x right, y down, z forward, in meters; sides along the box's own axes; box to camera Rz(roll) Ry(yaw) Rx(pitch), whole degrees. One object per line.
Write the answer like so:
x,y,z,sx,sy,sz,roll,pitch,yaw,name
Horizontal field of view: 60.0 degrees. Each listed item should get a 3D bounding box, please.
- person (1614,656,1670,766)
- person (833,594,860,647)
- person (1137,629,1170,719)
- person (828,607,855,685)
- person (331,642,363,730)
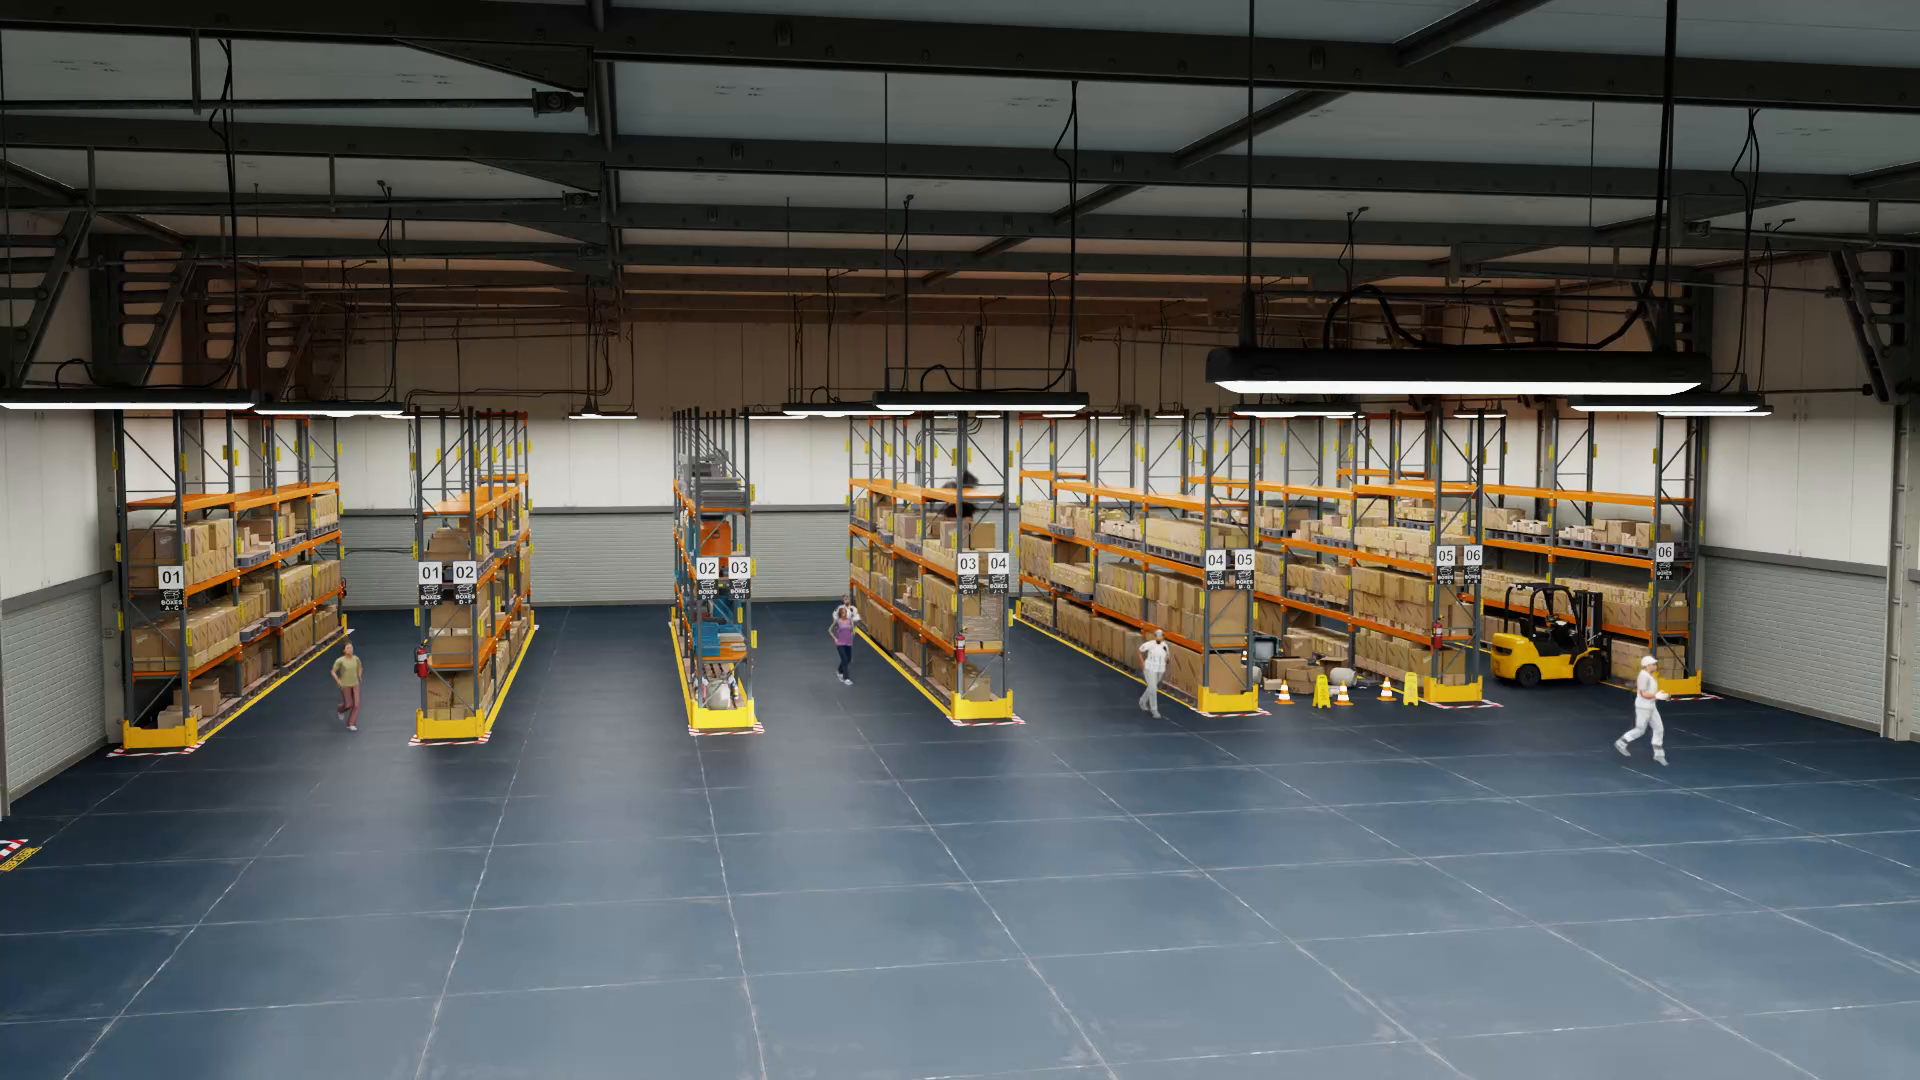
11.468,2.860,27.911,0.912,1.849,0.689,3,5,37,person
-2.638,2.075,38.805,0.599,1.670,0.863,-1,4,-12,person
3.827,2.580,32.518,0.614,1.677,0.909,-2,4,-25,person
-2.424,2.187,34.571,0.547,1.573,0.751,-2,5,-31,person
-11.403,2.712,31.011,0.585,1.629,0.624,-4,5,-41,person
